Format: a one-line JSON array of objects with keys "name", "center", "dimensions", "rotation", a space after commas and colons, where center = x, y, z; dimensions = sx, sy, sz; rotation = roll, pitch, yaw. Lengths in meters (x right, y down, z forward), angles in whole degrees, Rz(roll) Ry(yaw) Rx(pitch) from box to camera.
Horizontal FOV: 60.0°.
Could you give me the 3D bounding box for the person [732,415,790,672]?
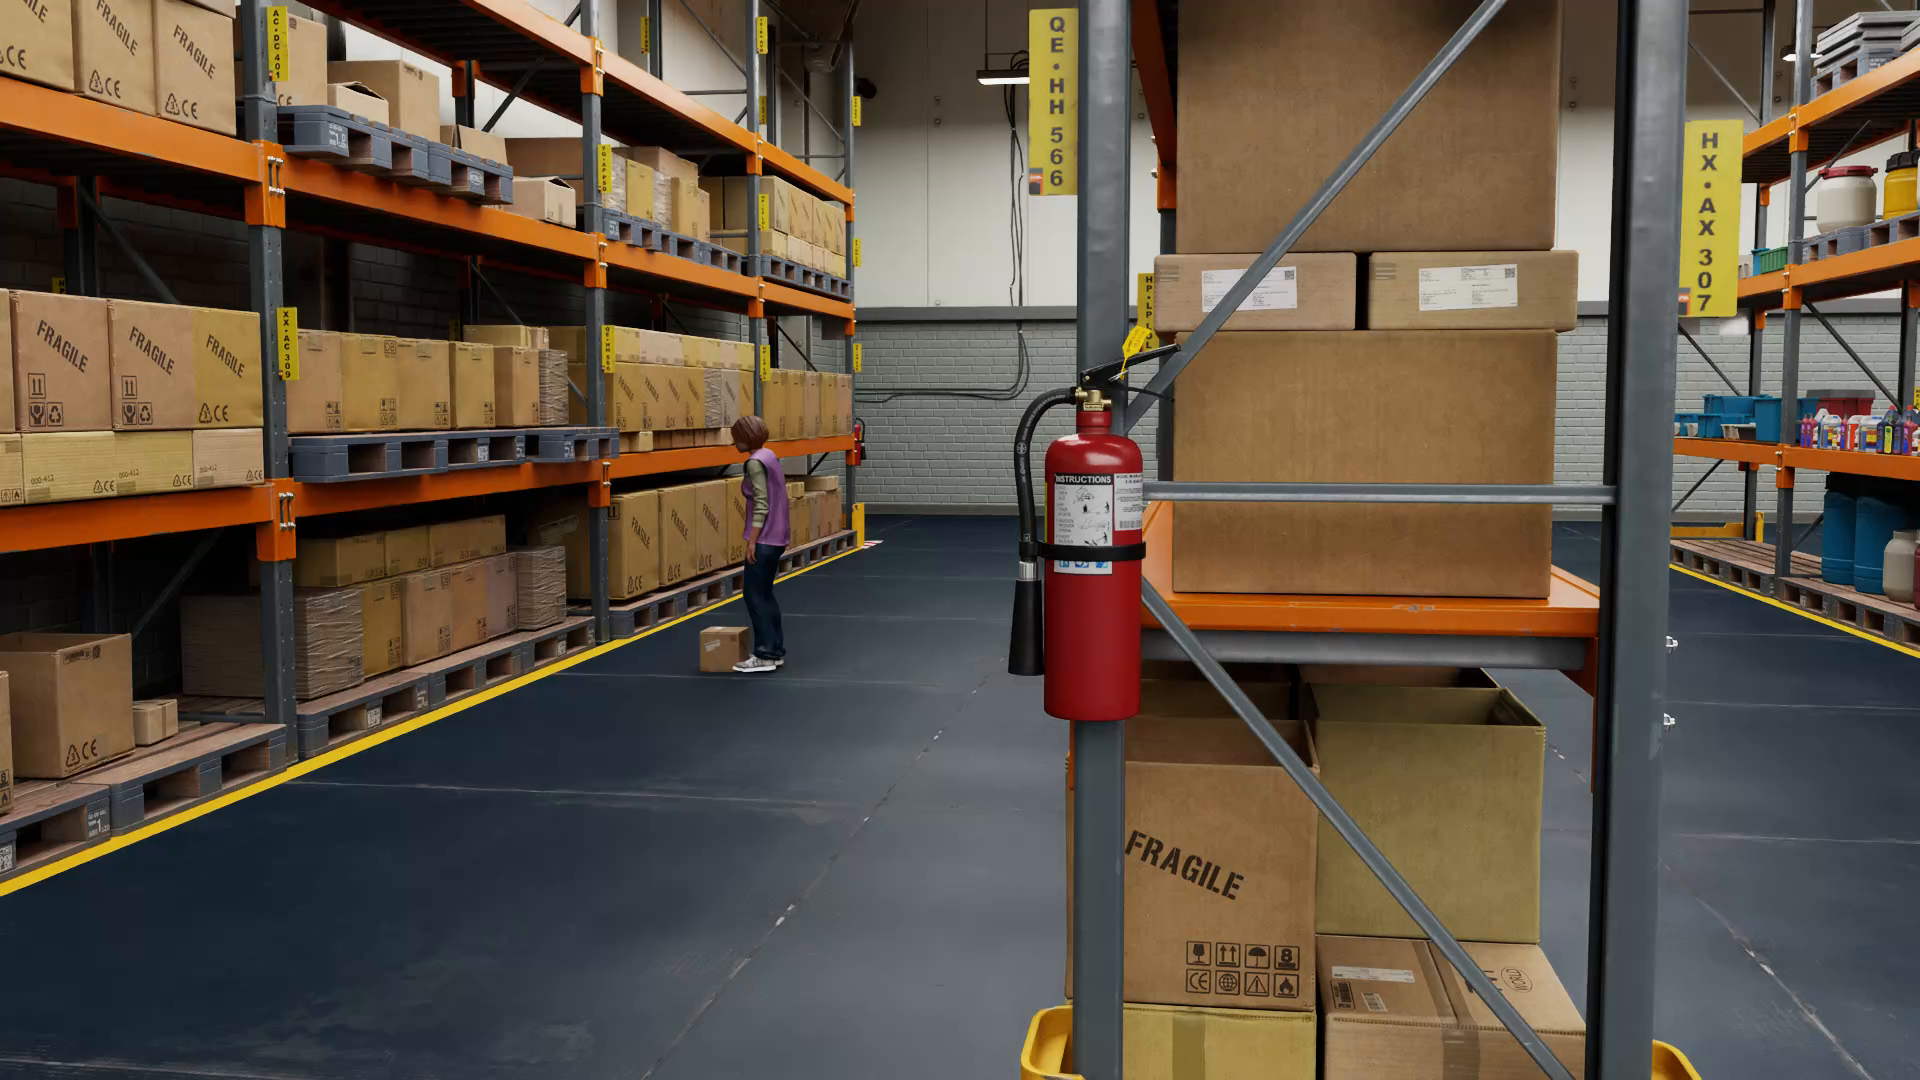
[{"name": "person", "center": [-1.236, 0.021, 10.381], "dimensions": [0.345, 1.592, 0.478], "rotation": [0, 5, 5]}]
